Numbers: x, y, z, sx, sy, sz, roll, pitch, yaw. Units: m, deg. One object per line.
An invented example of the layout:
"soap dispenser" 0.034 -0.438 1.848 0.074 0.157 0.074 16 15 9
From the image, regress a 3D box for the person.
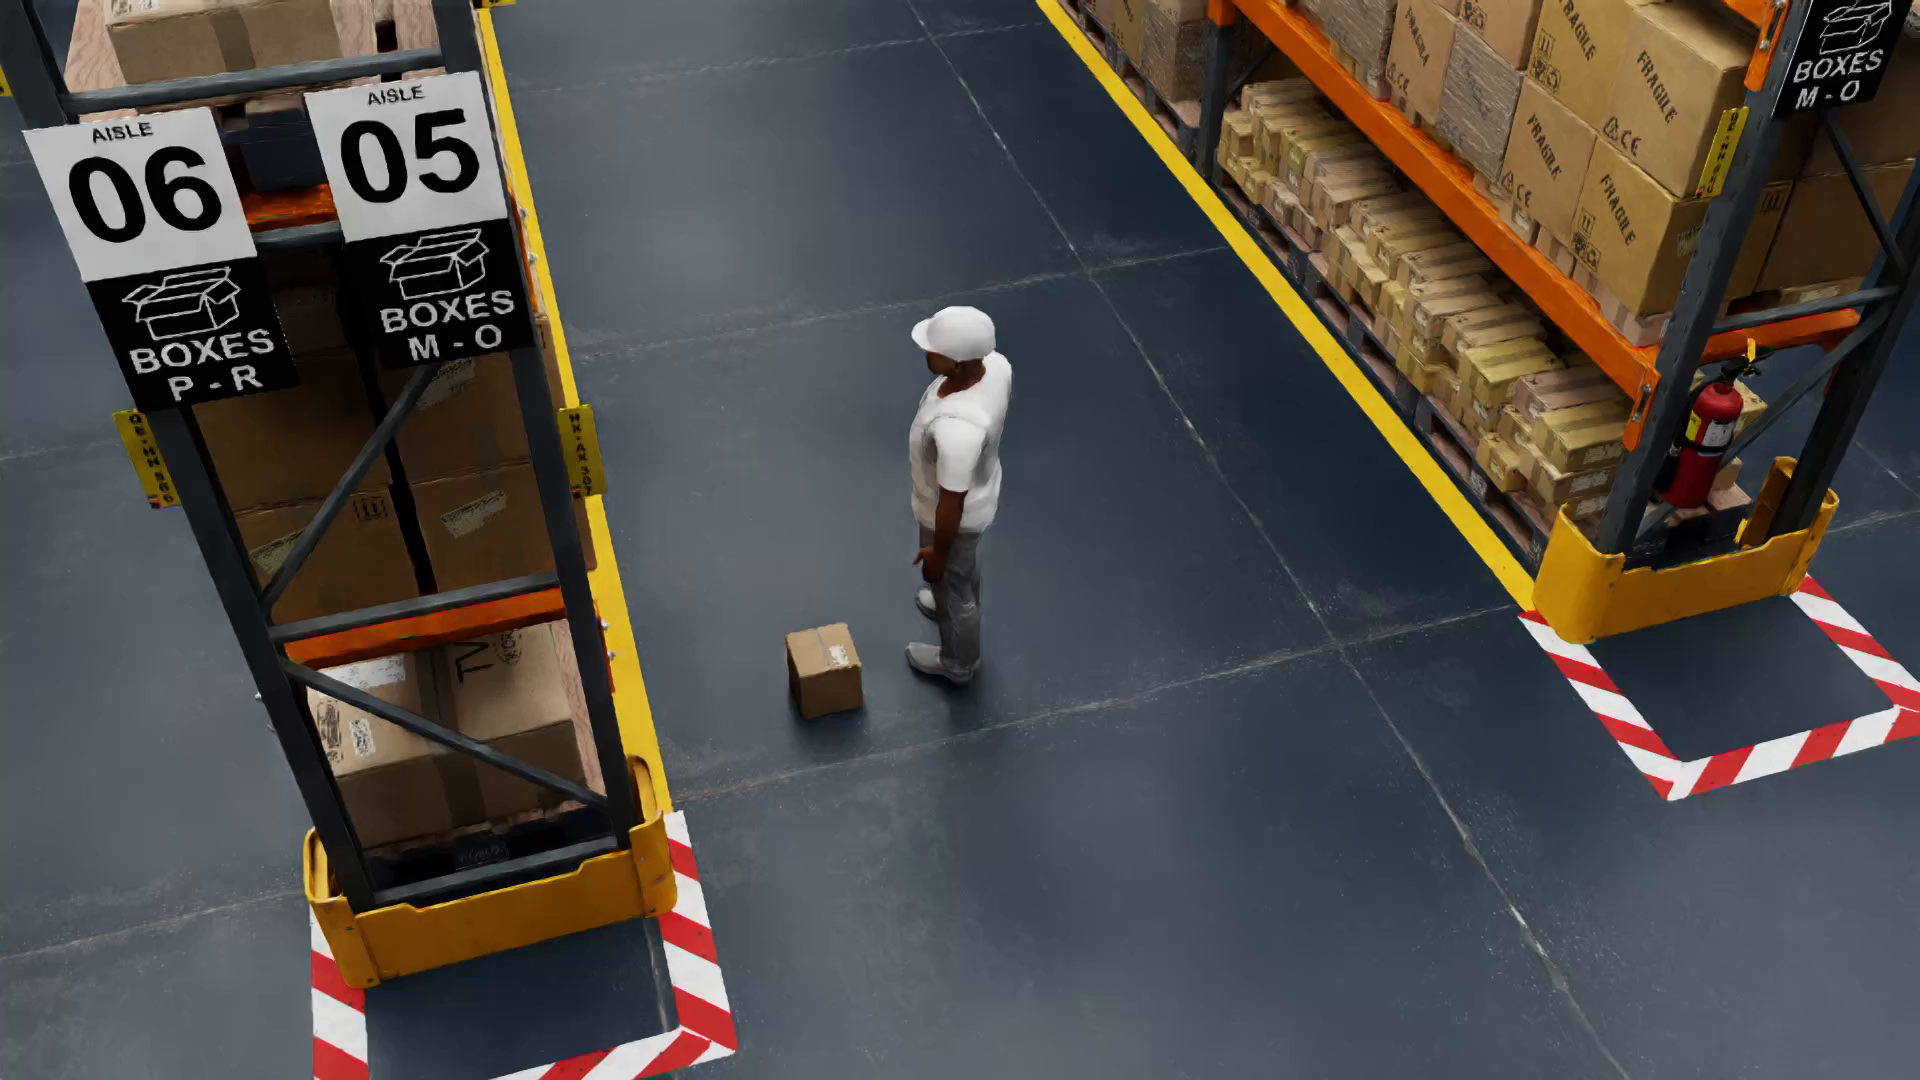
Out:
"person" -0.040 -0.167 6.315 0.421 1.773 0.683 8 43 9
